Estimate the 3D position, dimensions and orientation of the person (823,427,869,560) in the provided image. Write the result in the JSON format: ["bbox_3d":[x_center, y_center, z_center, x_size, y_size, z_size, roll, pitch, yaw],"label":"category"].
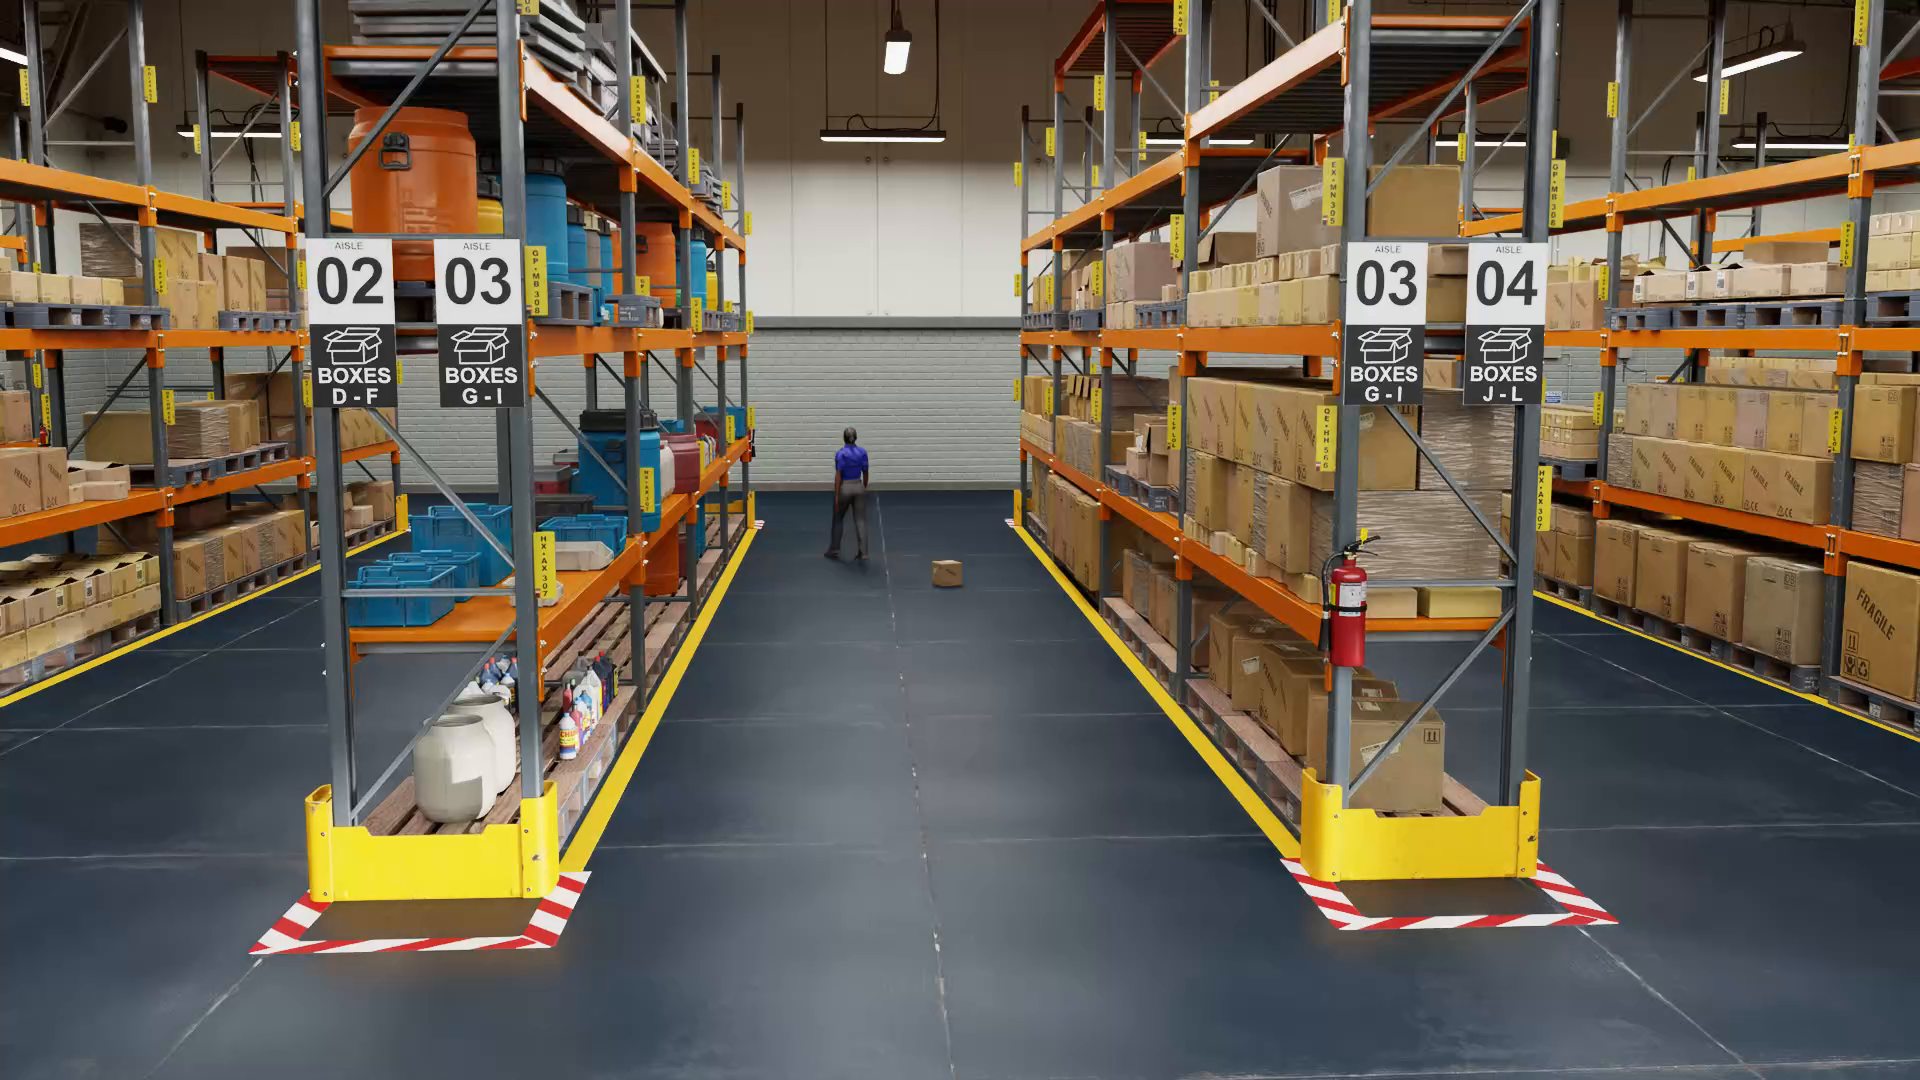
[{"bbox_3d":[-1.370,-0.578,20.467,0.483,1.637,0.875,-3,8,-22],"label":"person"}]
